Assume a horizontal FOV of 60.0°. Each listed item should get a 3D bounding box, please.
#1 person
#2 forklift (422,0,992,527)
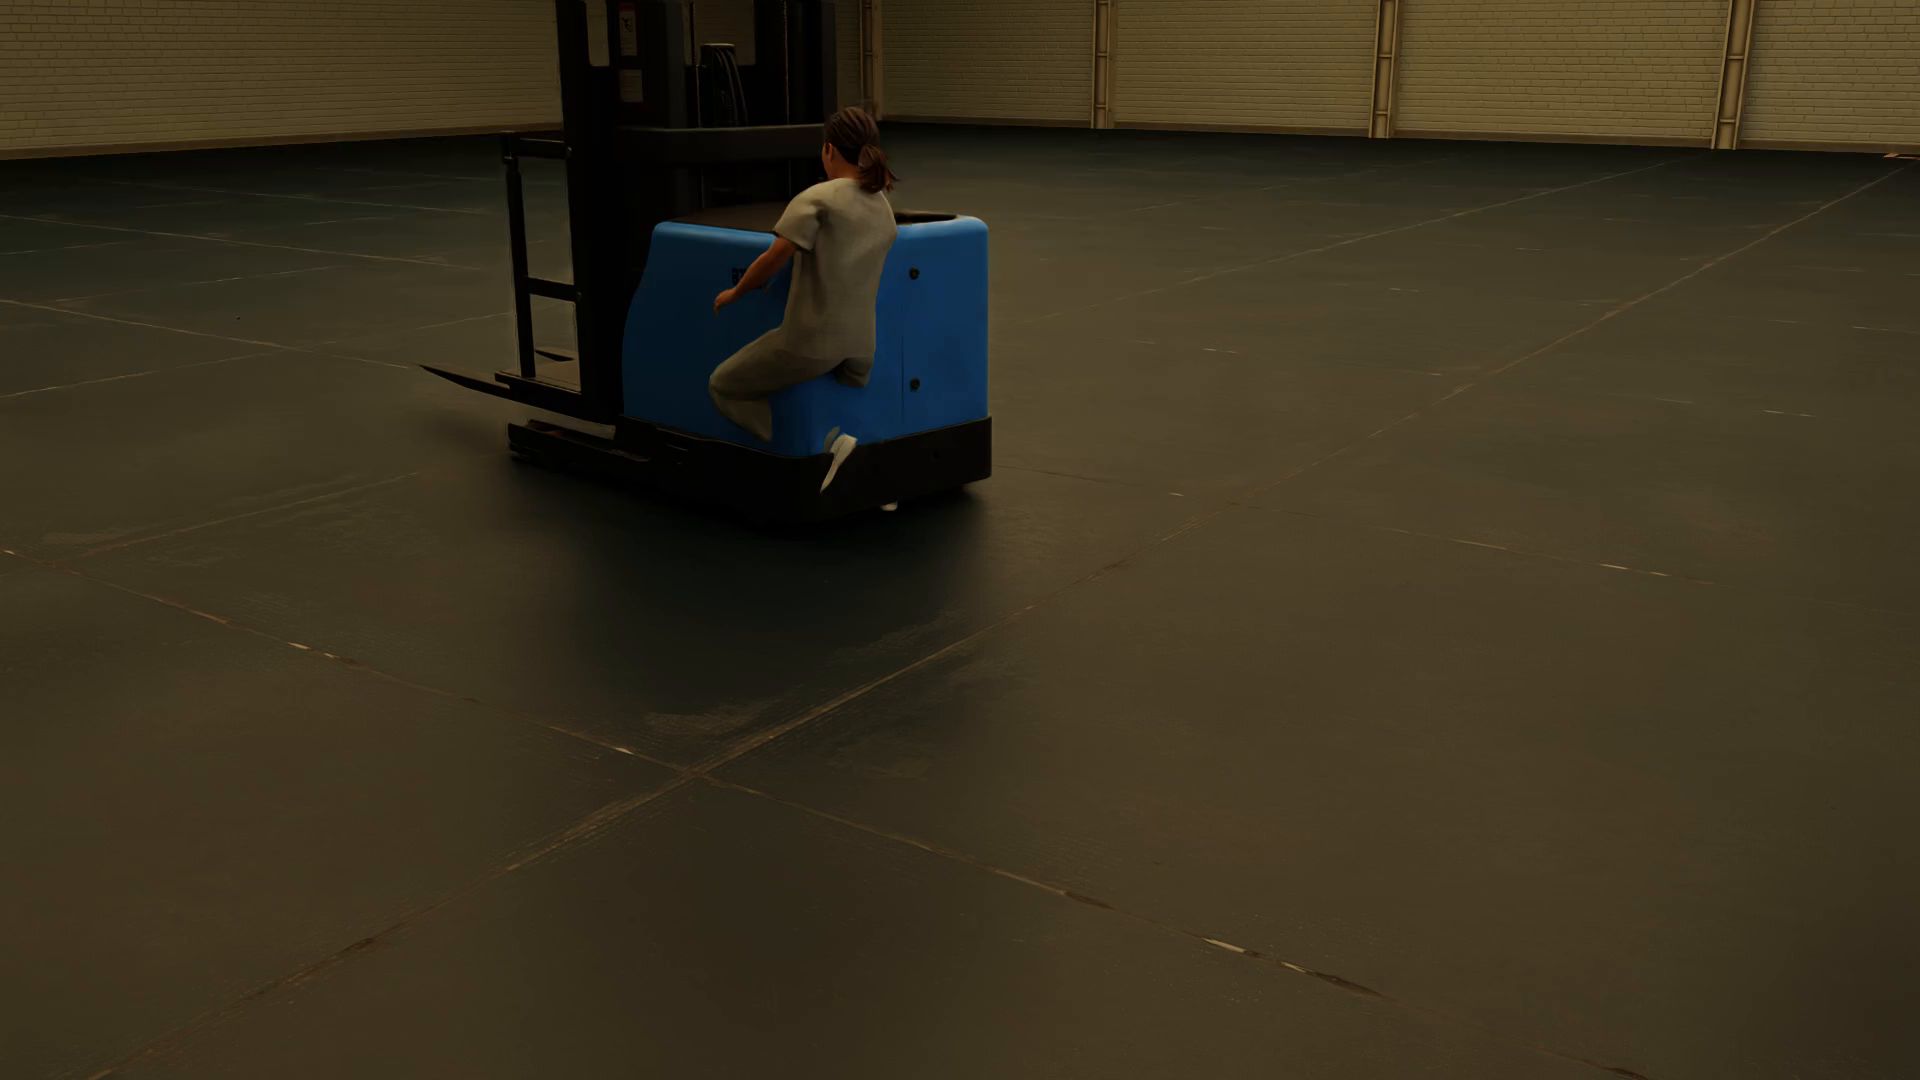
[{"bbox_3d":[-0.502,-0.771,5.918,0.772,1.496,0.727,-15,22,-41],"label":"person"},{"bbox_3d":[-1.276,-1.793,6.827,3.031,2.935,1.130,16,23,42],"label":"forklift"}]
